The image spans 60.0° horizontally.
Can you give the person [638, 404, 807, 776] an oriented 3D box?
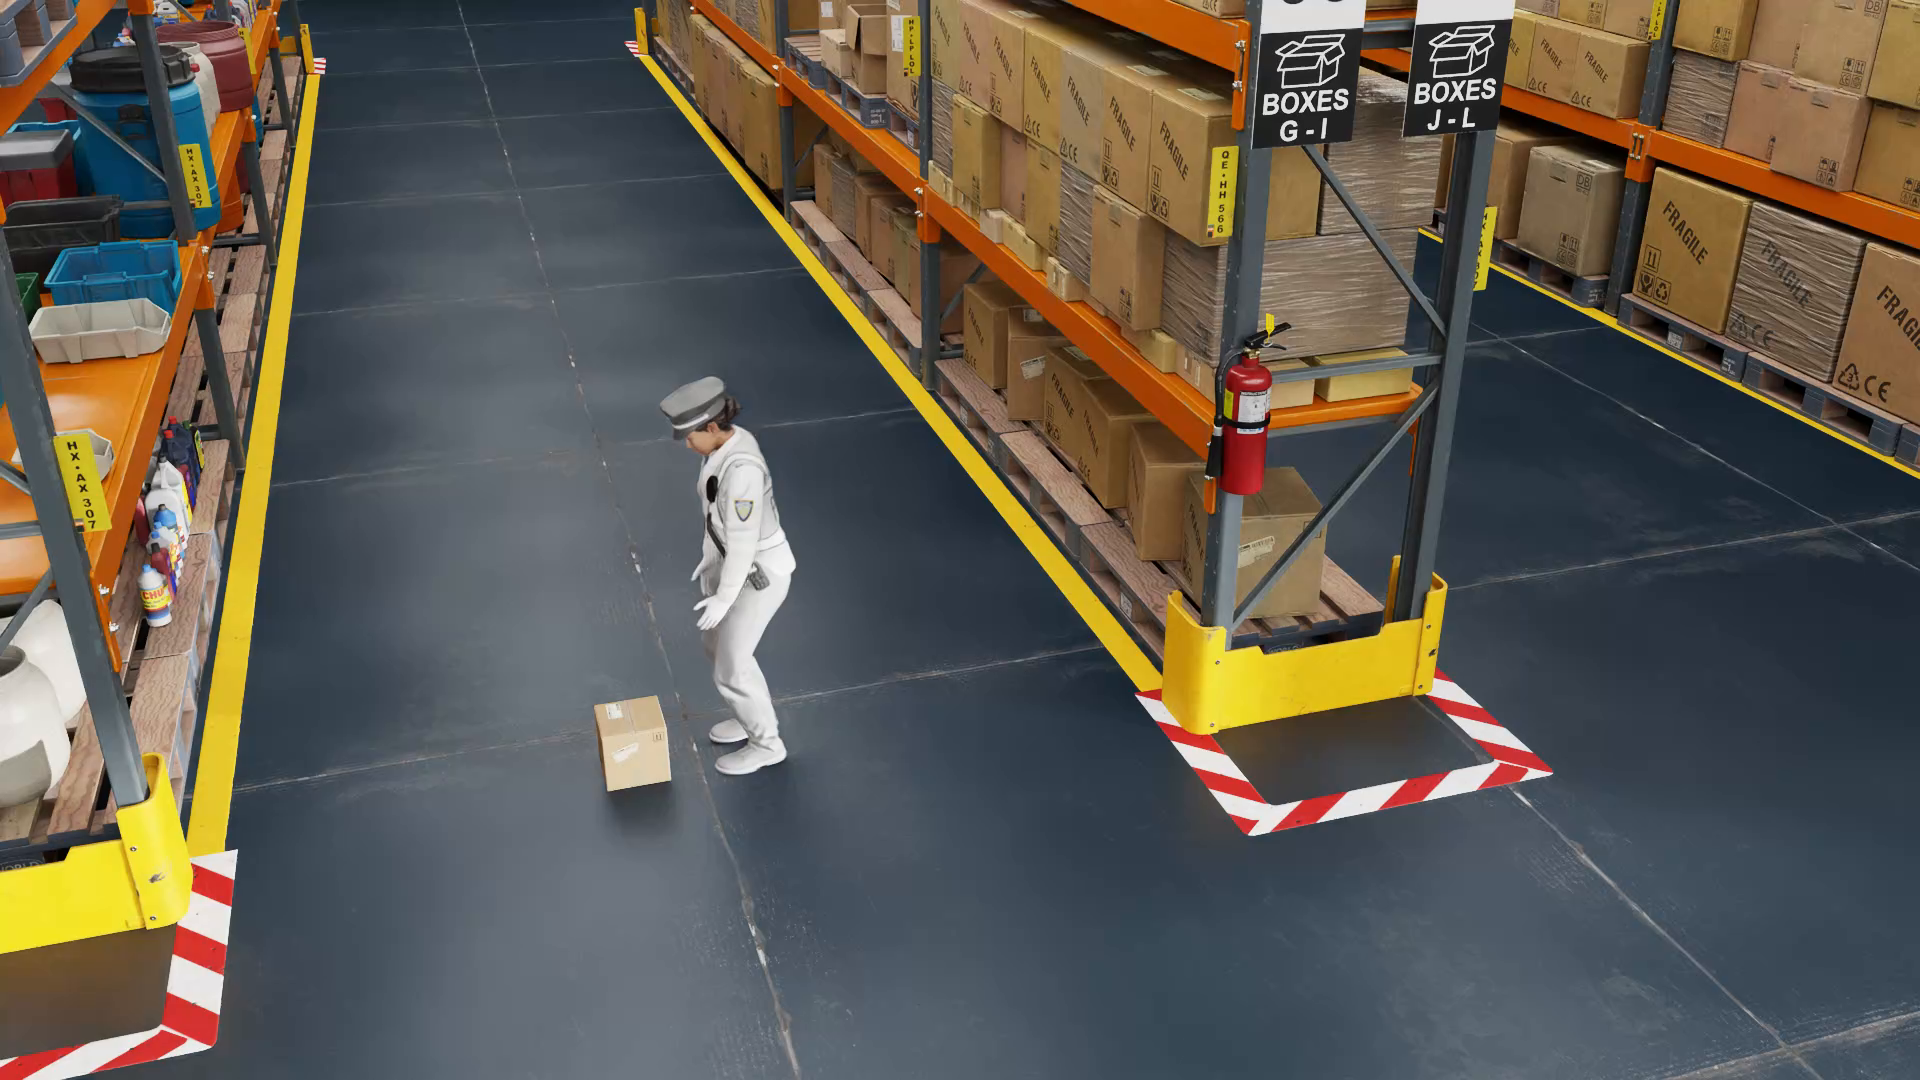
[{"bbox_3d":[-0.887,0.193,6.401,0.586,1.522,0.526,-8,28,-15],"label":"person"}]
